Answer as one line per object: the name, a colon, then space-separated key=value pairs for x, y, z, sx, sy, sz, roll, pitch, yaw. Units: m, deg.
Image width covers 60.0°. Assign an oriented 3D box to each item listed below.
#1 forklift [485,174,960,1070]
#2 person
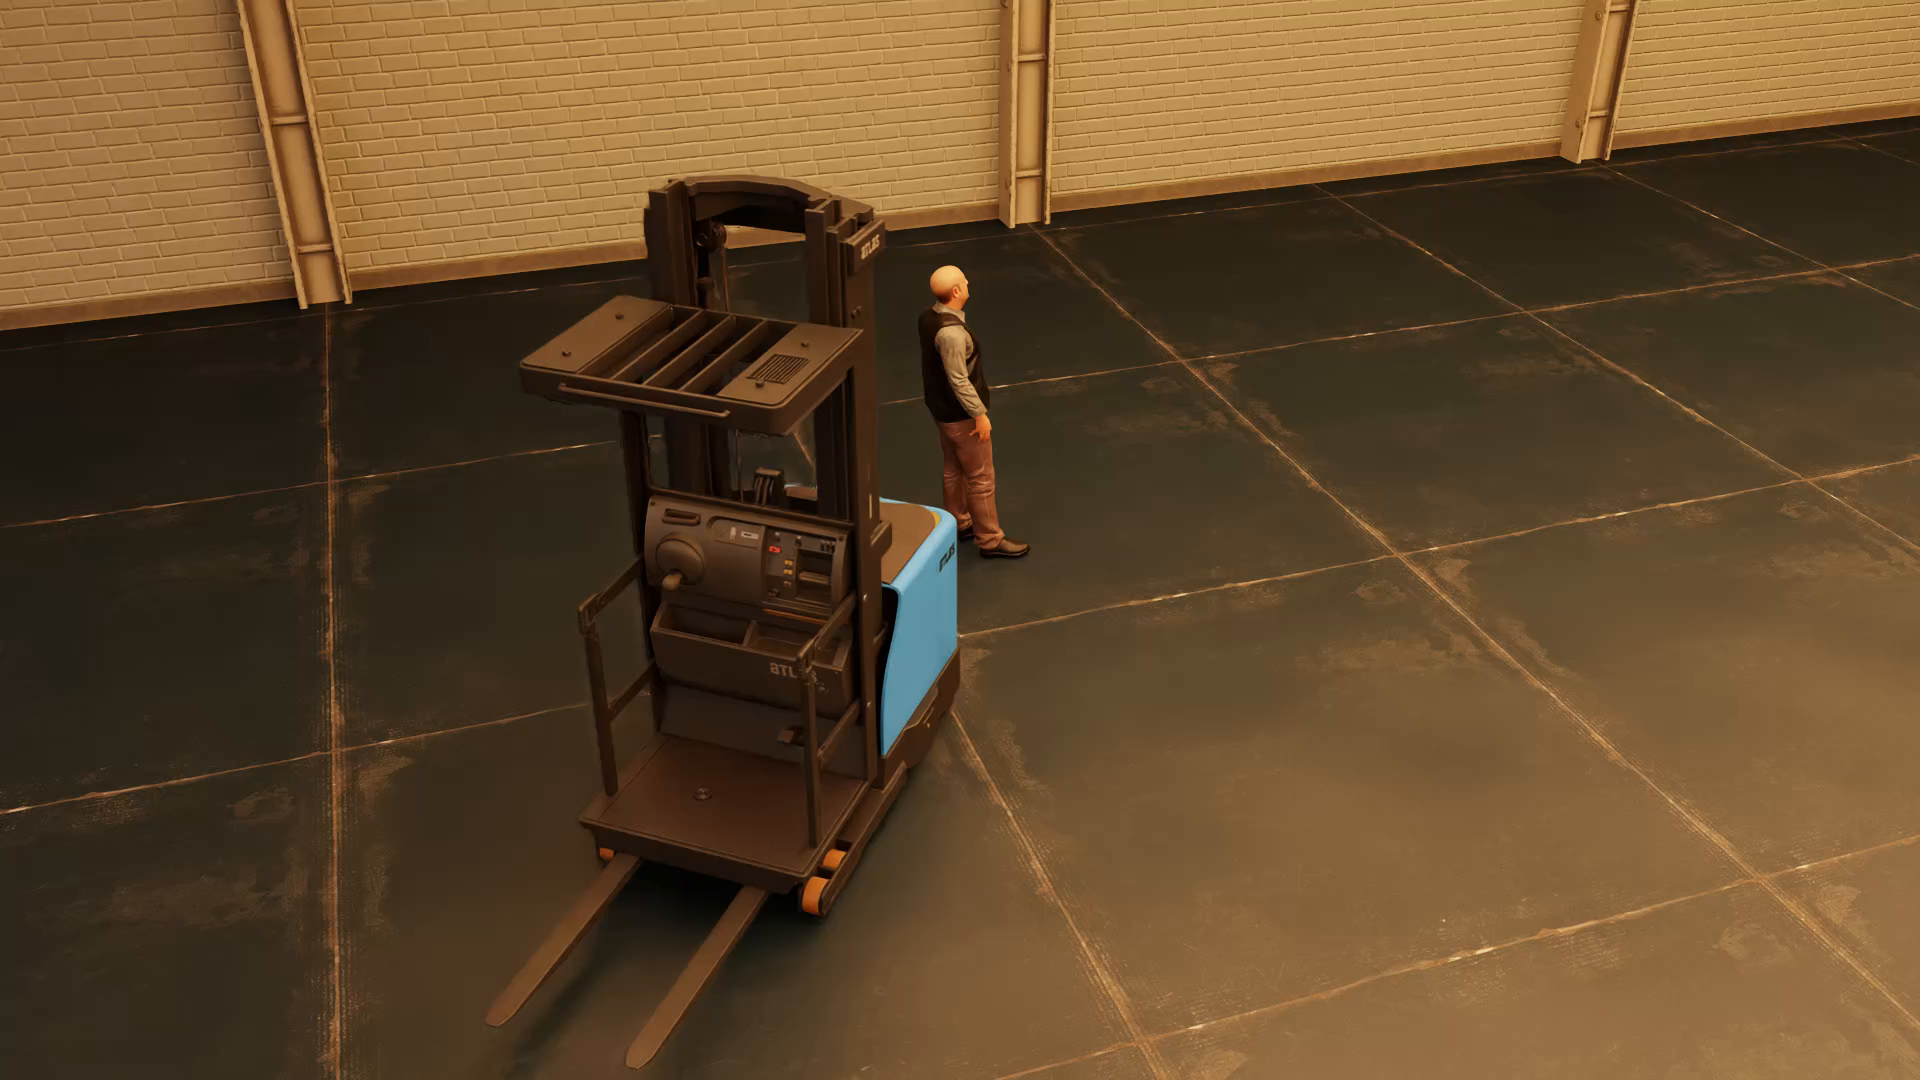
forklift: x=-0.985 y=0.121 z=6.876 sx=1.130 sy=2.935 sz=3.031 roll=10 pitch=32 yaw=17
person: x=0.061 y=-0.759 z=9.604 sx=0.568 sy=1.721 sz=0.633 roll=-10 pitch=31 yaw=-16
